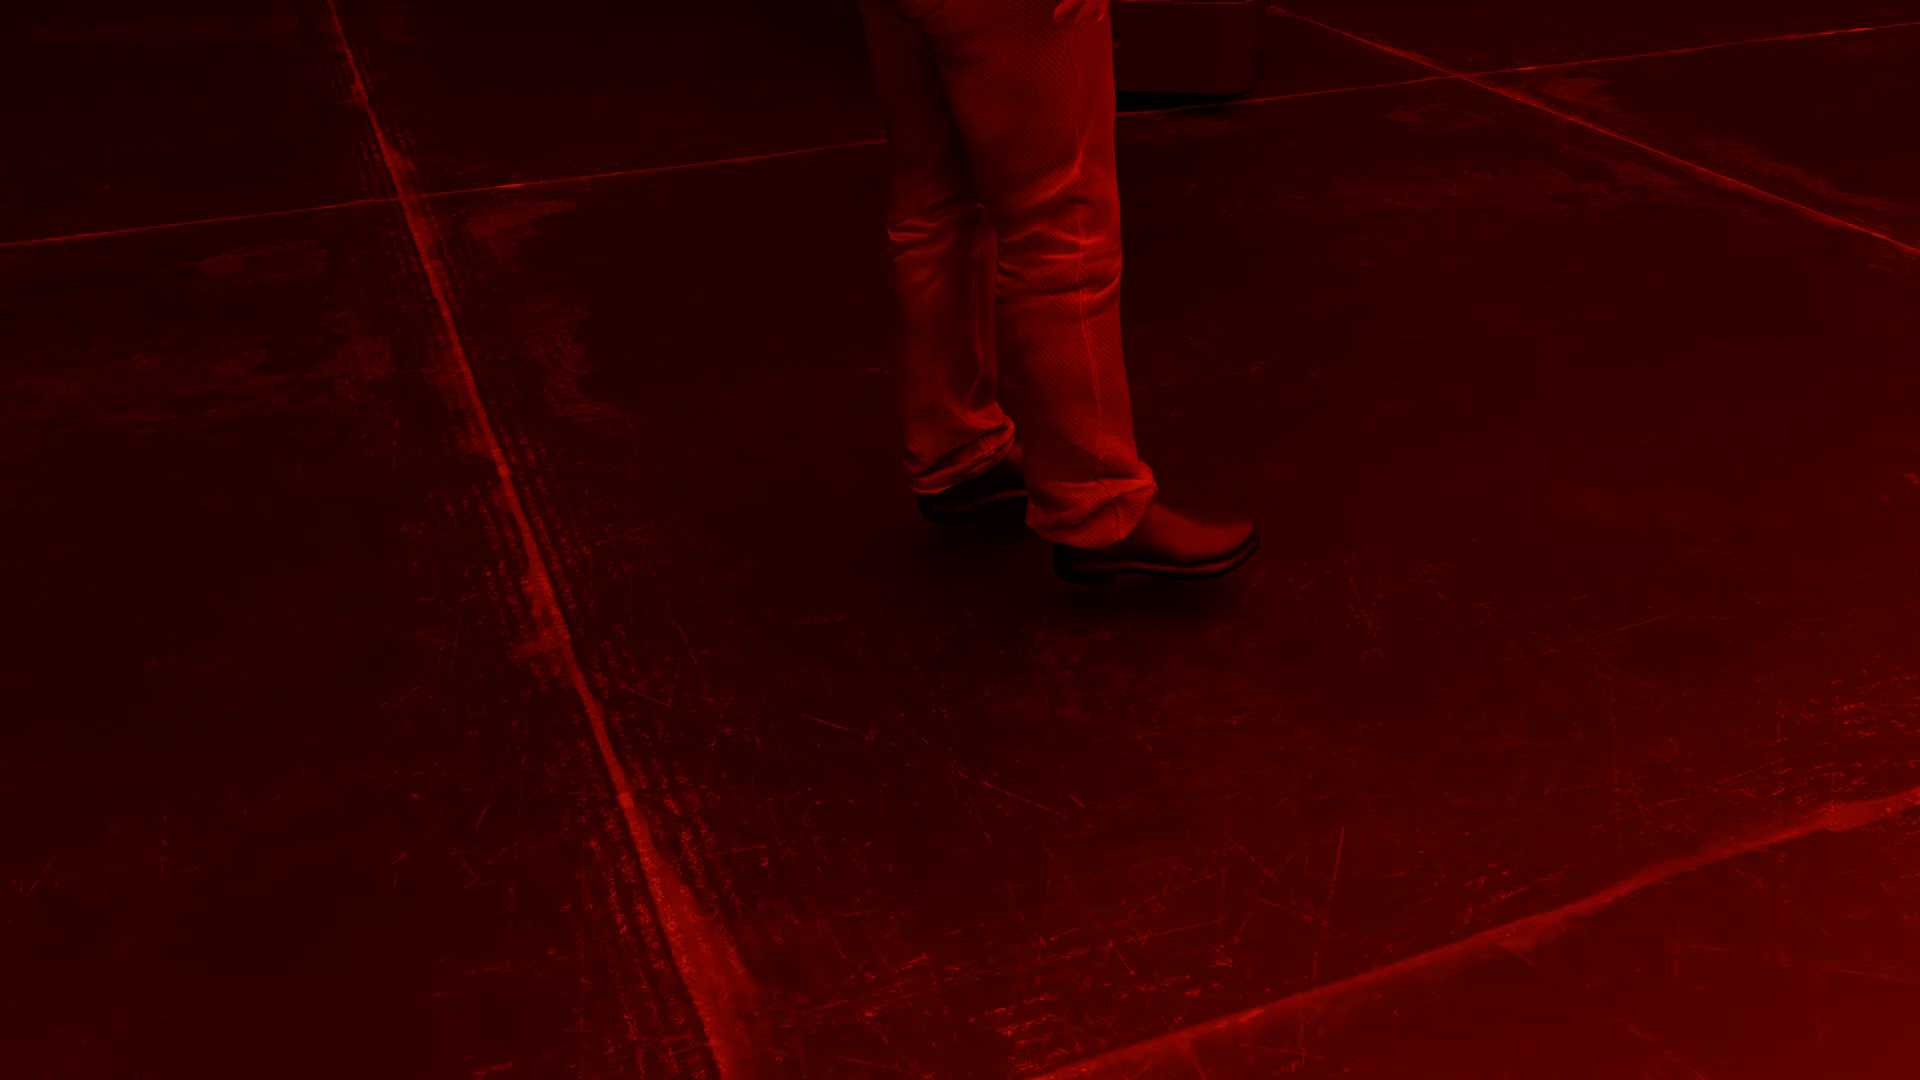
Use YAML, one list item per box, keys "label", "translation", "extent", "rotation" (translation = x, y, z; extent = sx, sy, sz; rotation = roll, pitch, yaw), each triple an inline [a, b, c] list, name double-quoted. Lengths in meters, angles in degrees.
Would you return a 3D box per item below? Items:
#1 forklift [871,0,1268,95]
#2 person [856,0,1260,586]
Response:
- label: "forklift"
  translation: [0.452, -3.169, 5.102]
  extent: [1.130, 2.935, 3.031]
  rotation: [4, 30, 6]
- label: "person"
  translation: [0.061, -0.798, 2.065]
  extent: [0.565, 1.722, 0.633]
  rotation: [-11, 32, -19]
